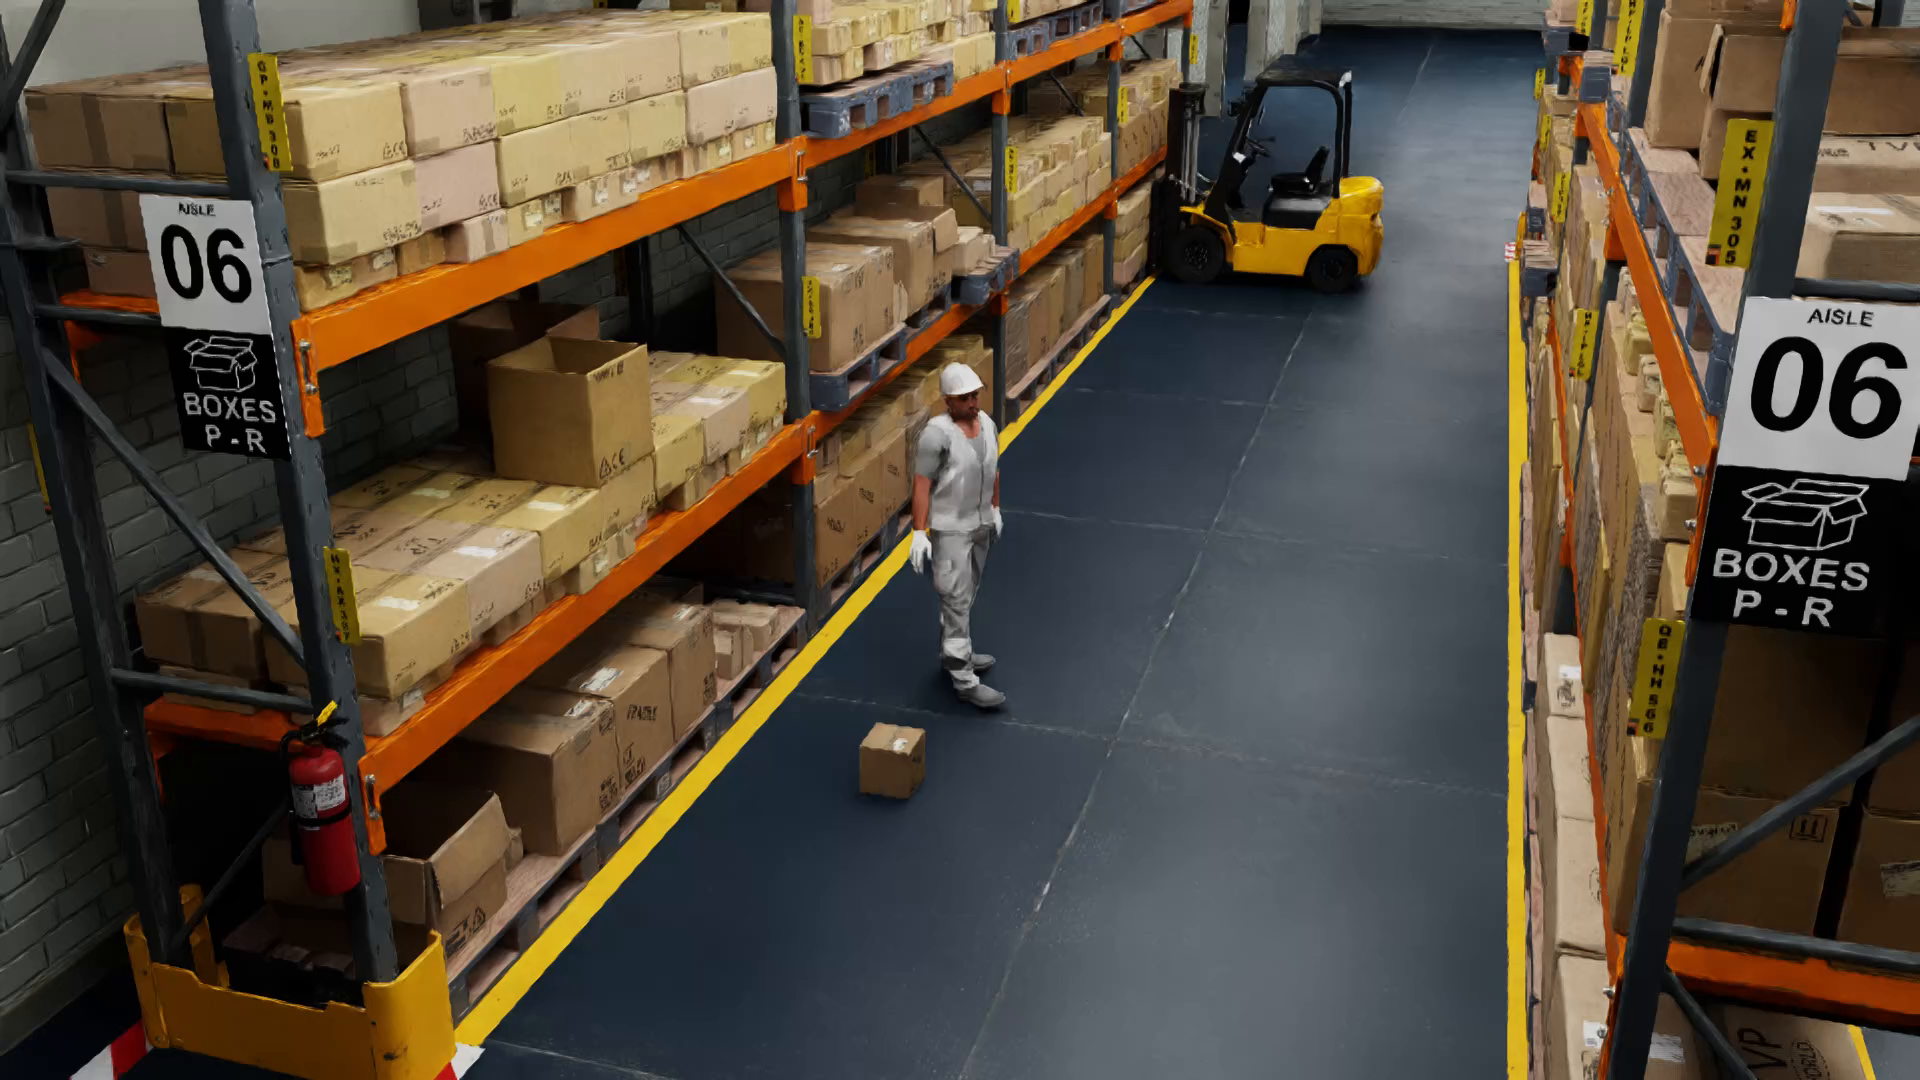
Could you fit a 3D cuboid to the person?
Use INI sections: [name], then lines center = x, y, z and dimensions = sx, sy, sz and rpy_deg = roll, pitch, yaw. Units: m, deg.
[person]
center = 0.051, -0.034, 8.577
dimensions = 0.610, 1.783, 0.755
rpy_deg = 16, 27, 35
